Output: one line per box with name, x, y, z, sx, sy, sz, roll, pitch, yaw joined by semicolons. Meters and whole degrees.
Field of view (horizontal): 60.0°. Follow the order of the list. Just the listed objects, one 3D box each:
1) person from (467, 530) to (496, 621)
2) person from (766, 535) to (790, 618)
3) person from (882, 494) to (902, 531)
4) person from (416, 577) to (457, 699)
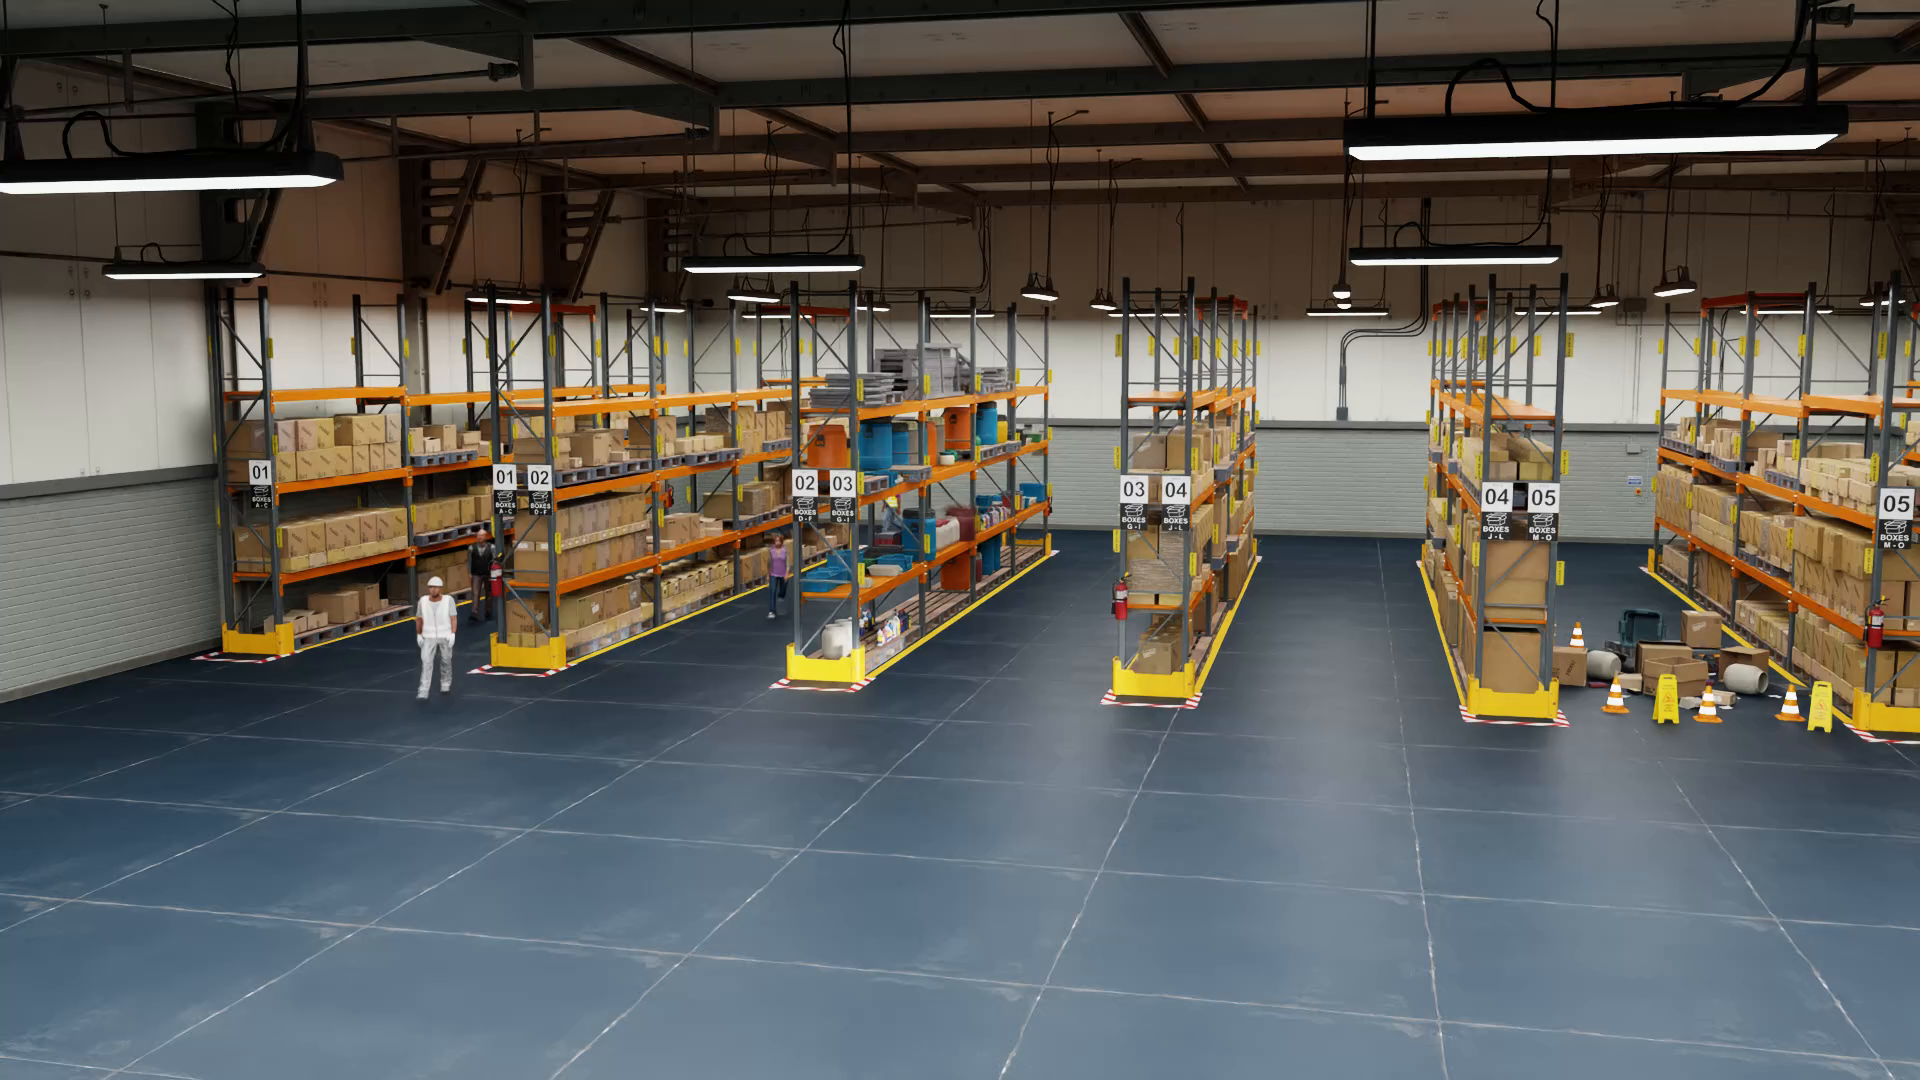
person;-8.765;0.645;30.538;0.567;1.660;1.069;-2;7;-17
person;-3.379;0.656;30.881;0.452;1.517;0.967;-1;7;-10
person;-1.776;-0.882;43.687;0.977;1.730;0.538;-3;7;-25
person;-7.484;1.387;23.776;0.577;1.722;1.065;-2;7;-15
